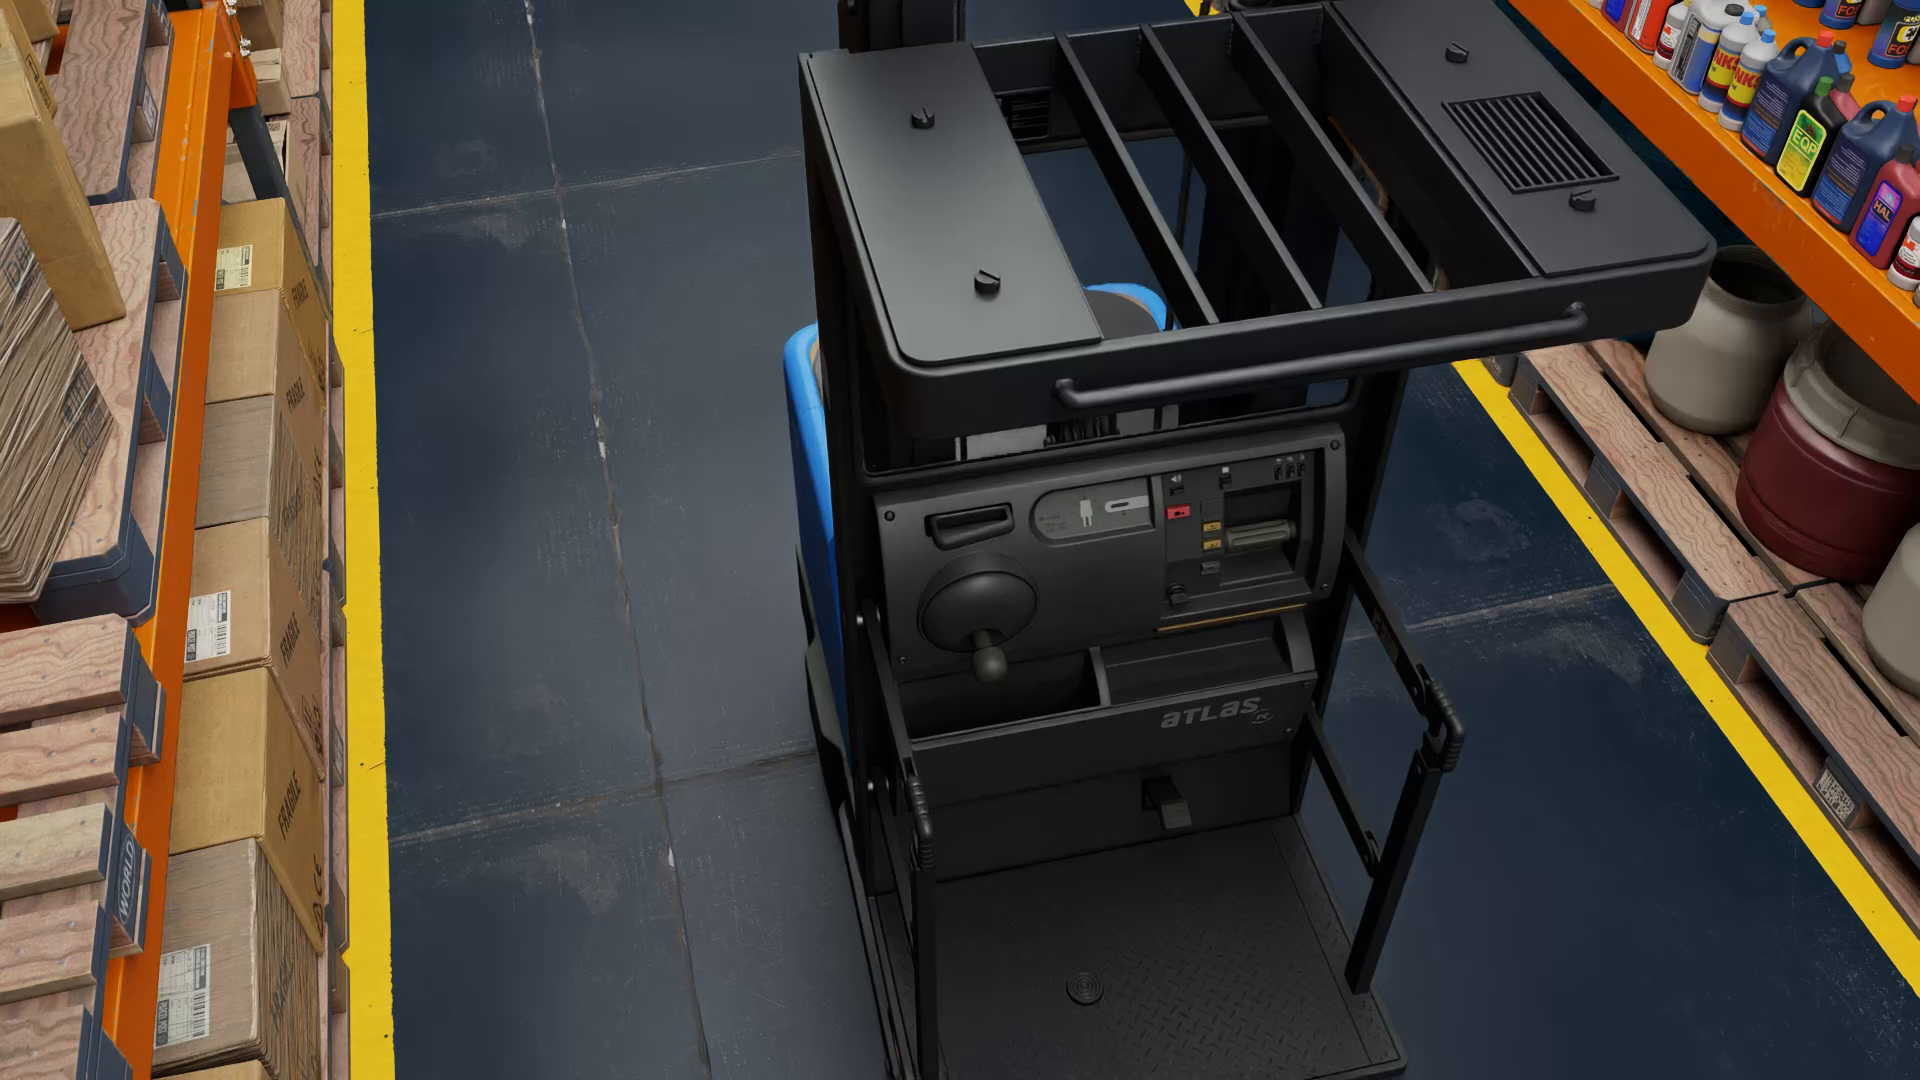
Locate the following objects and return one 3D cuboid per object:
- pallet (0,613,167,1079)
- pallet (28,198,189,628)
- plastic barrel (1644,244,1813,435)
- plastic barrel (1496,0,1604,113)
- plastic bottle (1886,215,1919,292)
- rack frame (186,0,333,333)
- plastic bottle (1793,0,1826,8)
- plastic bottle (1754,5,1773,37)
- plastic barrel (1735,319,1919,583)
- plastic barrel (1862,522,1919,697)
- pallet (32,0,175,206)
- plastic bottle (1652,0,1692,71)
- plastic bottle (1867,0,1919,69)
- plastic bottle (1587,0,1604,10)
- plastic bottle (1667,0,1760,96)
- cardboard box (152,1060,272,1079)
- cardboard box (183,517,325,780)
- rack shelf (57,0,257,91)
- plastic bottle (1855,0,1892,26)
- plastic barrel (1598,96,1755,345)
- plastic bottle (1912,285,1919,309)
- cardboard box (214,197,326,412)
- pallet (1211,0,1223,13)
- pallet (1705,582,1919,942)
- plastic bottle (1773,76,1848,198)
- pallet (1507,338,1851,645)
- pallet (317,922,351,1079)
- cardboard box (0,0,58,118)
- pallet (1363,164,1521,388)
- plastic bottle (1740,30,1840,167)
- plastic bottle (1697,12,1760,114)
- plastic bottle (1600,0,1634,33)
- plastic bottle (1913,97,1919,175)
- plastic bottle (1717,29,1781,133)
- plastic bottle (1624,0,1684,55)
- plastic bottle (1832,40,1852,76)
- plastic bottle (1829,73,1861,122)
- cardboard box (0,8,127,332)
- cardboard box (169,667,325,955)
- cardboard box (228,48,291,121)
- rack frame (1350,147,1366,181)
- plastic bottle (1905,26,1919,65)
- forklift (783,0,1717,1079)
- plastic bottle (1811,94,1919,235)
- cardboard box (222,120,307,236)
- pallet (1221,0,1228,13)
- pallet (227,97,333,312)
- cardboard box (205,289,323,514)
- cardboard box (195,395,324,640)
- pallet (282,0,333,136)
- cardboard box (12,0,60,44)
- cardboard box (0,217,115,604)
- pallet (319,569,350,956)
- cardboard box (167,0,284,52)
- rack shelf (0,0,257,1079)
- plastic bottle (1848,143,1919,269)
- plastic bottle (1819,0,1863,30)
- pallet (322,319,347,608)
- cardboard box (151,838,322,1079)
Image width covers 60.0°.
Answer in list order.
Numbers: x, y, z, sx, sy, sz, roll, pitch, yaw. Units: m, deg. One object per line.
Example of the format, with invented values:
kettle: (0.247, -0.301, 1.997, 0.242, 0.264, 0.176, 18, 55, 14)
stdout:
pallet: (-1.961, 0.656, 2.641, 1.213, 0.211, 1.003, -11, 47, -10)
pallet: (-2.222, -0.231, 3.510, 1.003, 0.211, 1.213, -11, 47, -10)
plastic barrel: (2.408, -0.623, 5.208, 0.421, 0.512, 0.421, 0, 46, 0)
plastic barrel: (2.168, -1.654, 5.946, 0.600, 0.901, 0.708, -11, 47, -10)
plastic bottle: (2.308, -0.704, 3.978, 0.097, 0.201, 0.097, 0, 46, 0)
rack frame: (-2.744, -1.718, 4.833, 1.000, 3.000, 0.127, -11, 47, -10)
plastic bottle: (2.566, -1.727, 4.932, 0.097, 0.271, 0.097, 0, 46, 0)
plastic bottle: (2.208, -1.398, 4.659, 0.097, 0.201, 0.097, 0, 46, 0)
plastic barrel: (2.639, -0.276, 4.815, 0.600, 0.588, 0.708, -11, 47, -10)
plastic barrel: (2.697, 0.157, 4.444, 0.421, 0.512, 0.421, 0, 46, 0)
pallet: (-2.645, -1.079, 4.341, 1.003, 0.211, 1.213, -11, 47, -10)
plastic bottle: (2.036, -1.438, 4.698, 0.097, 0.201, 0.097, 0, 46, 0)
plastic bottle: (2.660, -1.474, 4.684, 0.097, 0.271, 0.097, 0, 46, 0)
plastic bottle: (1.943, -1.690, 4.945, 0.097, 0.201, 0.097, 0, 46, 0)
plastic bottle: (2.092, -1.389, 4.597, 0.152, 0.276, 0.135, -11, 47, -10)
cardboard box: (-1.560, 1.398, 3.221, 0.500, 0.500, 0.500, -9, 46, -9)
cardboard box: (-1.961, 0.331, 4.267, 0.500, 0.500, 0.500, -12, 47, -12)
rack shelf: (-3.256, -2.847, 6.443, 1.077, 0.370, 4.000, -11, 47, -10)
plastic bottle: (2.716, -1.671, 4.874, 0.152, 0.276, 0.135, -11, 47, -10)
plastic barrel: (2.350, -1.166, 5.467, 0.600, 0.901, 0.708, -11, 47, -10)
plastic bottle: (2.333, -0.636, 3.913, 0.097, 0.201, 0.097, 0, 46, 0)
cardboard box: (-2.340, -0.708, 5.286, 0.500, 0.500, 0.500, -11, 47, -11)
pallet: (1.504, -2.989, 8.032, 1.003, 0.211, 1.213, -11, 47, -10)
pallet: (2.828, 0.580, 4.534, 1.003, 0.211, 1.213, -11, 47, -10)
plastic bottle: (2.180, -1.028, 4.239, 0.061, 0.283, 0.133, -11, 47, -10)
pallet: (2.519, -0.260, 5.357, 1.003, 0.211, 1.213, -11, 47, -10)
pallet: (-1.874, 1.498, 3.634, 1.003, 0.211, 1.213, -11, 47, -10)
cardboard box: (-2.601, -1.068, 3.833, 0.700, 0.500, 0.500, -4, 46, -4)
pallet: (2.203, -1.104, 6.184, 1.003, 0.211, 1.213, -11, 47, -10)
plastic bottle: (2.179, -1.169, 4.330, 0.144, 0.351, 0.185, -11, 47, -10)
plastic bottle: (2.095, -1.302, 4.516, 0.097, 0.271, 0.097, 0, 46, 0)
plastic bottle: (1.954, -1.635, 4.834, 0.061, 0.283, 0.133, -11, 47, -10)
plastic bottle: (2.353, -0.963, 4.175, 0.061, 0.283, 0.133, -11, 47, -10)
plastic bottle: (2.120, -1.235, 4.450, 0.097, 0.271, 0.097, 0, 46, 0)
plastic bottle: (2.033, -1.549, 4.754, 0.152, 0.276, 0.135, -11, 47, -10)
plastic bottle: (2.285, -1.194, 4.410, 0.097, 0.271, 0.097, 0, 46, 0)
plastic bottle: (2.238, -1.039, 4.250, 0.061, 0.283, 0.133, -11, 47, -10)
cardboard box: (-2.232, -0.691, 3.463, 0.700, 0.500, 0.500, -22, 50, -20)
cardboard box: (-1.823, 0.691, 3.915, 0.500, 0.500, 0.500, -11, 47, -11)
cardboard box: (-2.873, -1.805, 6.594, 0.380, 0.166, 0.250, -11, 47, -10)
rack frame: (2.046, -2.621, 5.718, 1.000, 3.000, 0.127, -11, 47, -10)
plastic bottle: (2.775, -1.511, 4.717, 0.152, 0.276, 0.135, -11, 47, -10)
forklift: (0.353, 0.123, 3.077, 1.130, 2.935, 3.031, -9, 46, -9)
plastic bottle: (2.261, -0.950, 4.115, 0.144, 0.351, 0.185, -11, 47, -10)
cardboard box: (-2.642, -1.260, 5.959, 0.500, 0.311, 0.500, -11, 47, -10)
pallet: (1.820, -2.145, 7.205, 1.003, 0.211, 1.213, -11, 47, -10)
pallet: (-2.919, -1.216, 6.294, 1.003, 0.211, 1.213, -11, 47, -10)
cardboard box: (-2.222, -0.366, 4.950, 0.500, 0.500, 0.500, -11, 47, -10)
cardboard box: (-2.094, -0.019, 4.611, 0.500, 0.500, 0.500, -10, 46, -10)
pallet: (-3.234, -2.060, 7.121, 1.003, 0.211, 1.213, -11, 47, -10)
cardboard box: (-2.839, -1.532, 4.287, 0.700, 0.500, 0.500, -26, 51, -23)
cardboard box: (-2.039, -0.218, 3.000, 0.700, 0.500, 0.500, -3, 46, -3)
pallet: (-2.183, 0.657, 4.458, 1.003, 0.211, 1.213, -11, 47, -10)
cardboard box: (-3.230, -2.294, 6.838, 0.797, 0.503, 0.637, -11, 47, -10)
rack shelf: (-2.232, -0.085, 3.737, 1.077, 0.370, 4.000, -11, 47, -10)
plastic bottle: (2.261, -0.809, 4.024, 0.061, 0.283, 0.133, -11, 47, -10)
plastic bottle: (2.600, -1.634, 4.841, 0.097, 0.271, 0.097, 0, 46, 0)
pallet: (-2.499, -0.187, 5.285, 1.003, 0.211, 1.213, -11, 47, -10)
cardboard box: (-1.699, 1.038, 3.575, 0.500, 0.500, 0.500, -12, 47, -12)
